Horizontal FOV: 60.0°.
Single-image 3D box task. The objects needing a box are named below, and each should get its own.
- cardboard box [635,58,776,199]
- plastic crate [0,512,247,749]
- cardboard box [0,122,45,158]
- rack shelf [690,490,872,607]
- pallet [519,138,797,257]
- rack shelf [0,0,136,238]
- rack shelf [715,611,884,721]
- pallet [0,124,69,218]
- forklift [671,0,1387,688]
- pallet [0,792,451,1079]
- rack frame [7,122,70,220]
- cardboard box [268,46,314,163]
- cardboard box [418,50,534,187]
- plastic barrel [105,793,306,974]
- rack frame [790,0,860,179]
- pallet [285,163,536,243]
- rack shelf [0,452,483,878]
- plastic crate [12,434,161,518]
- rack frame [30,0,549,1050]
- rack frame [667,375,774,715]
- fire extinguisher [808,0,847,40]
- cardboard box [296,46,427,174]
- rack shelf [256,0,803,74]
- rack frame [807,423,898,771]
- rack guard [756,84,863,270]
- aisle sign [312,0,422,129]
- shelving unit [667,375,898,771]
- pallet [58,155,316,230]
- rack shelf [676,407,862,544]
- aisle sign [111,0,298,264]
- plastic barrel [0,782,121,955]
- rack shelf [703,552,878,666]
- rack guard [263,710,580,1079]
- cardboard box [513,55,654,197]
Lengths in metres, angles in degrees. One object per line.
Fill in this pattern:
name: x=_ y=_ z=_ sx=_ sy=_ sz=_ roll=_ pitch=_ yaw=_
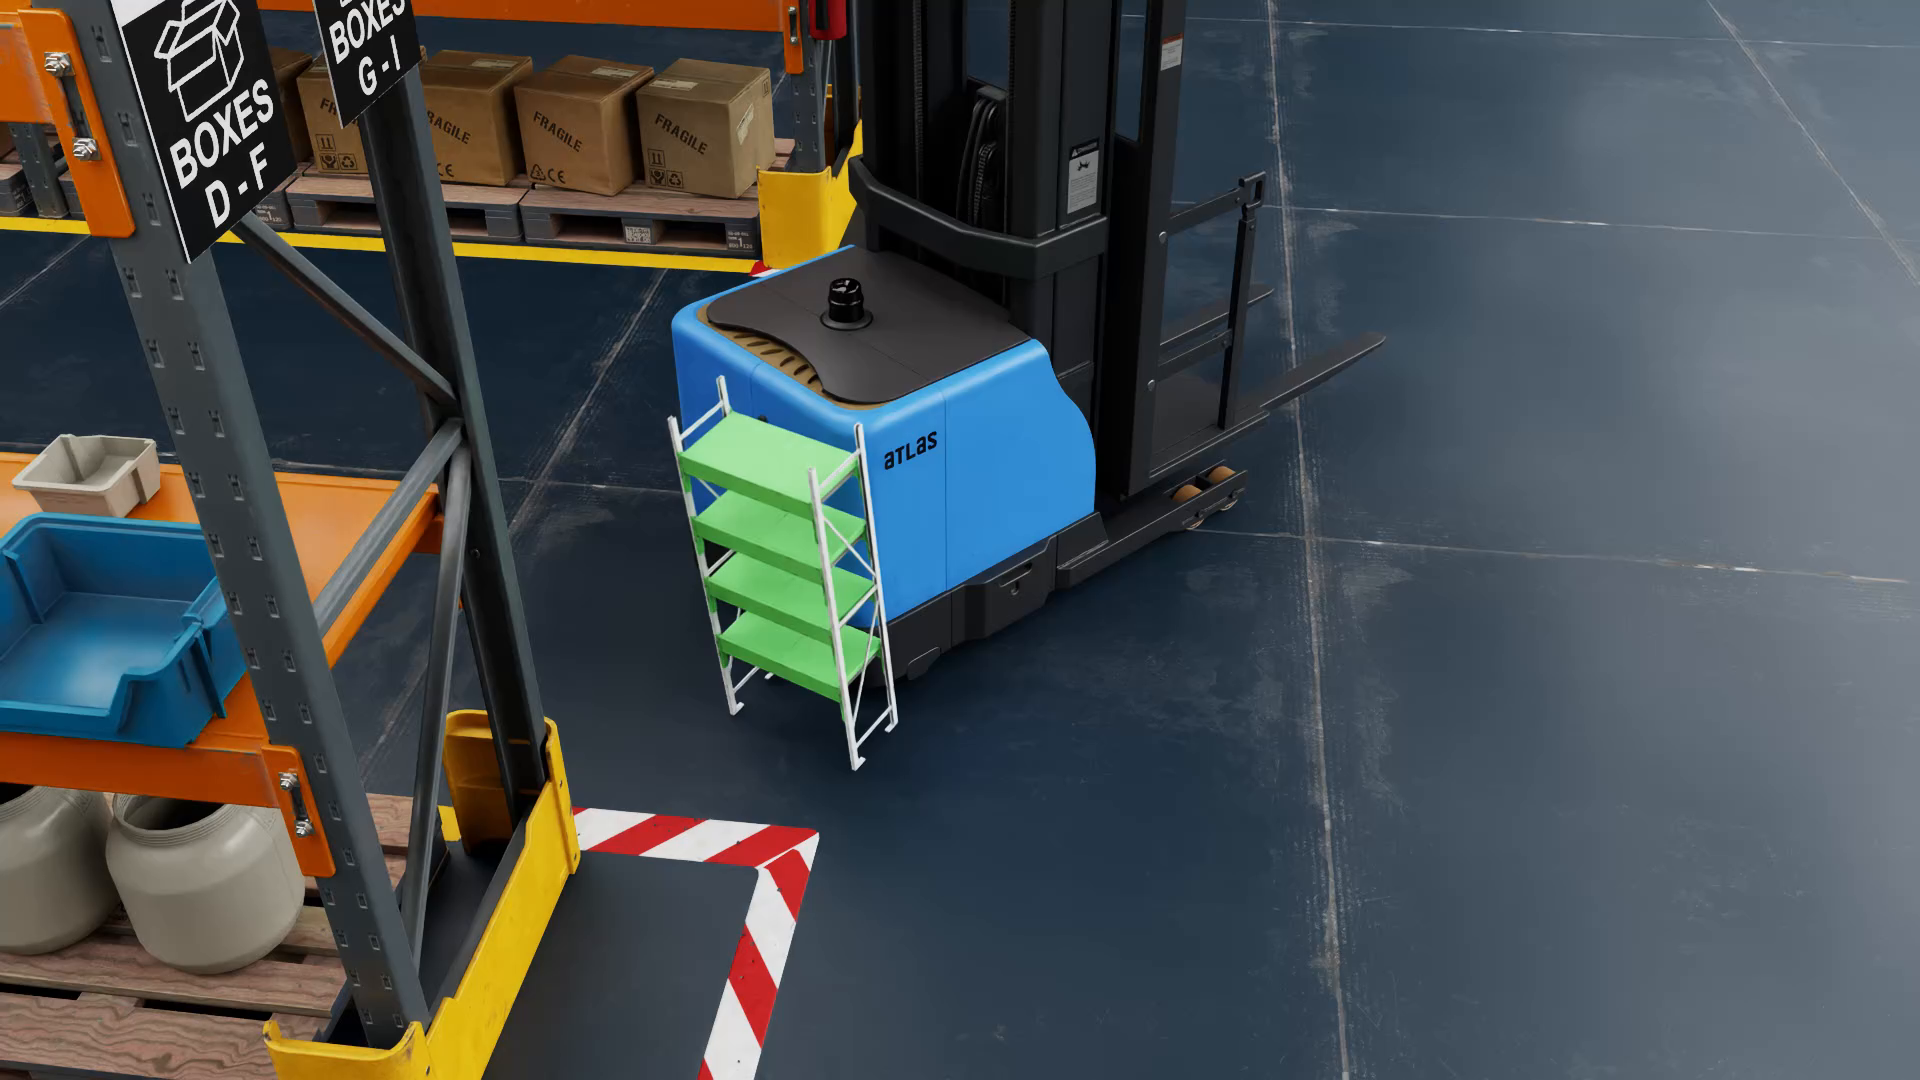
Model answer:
cardboard box: x=-1.268 y=-2.072 z=8.362 sx=0.500 sy=0.500 sz=0.500 roll=11 pitch=37 yaw=15
plastic crate: x=-1.816 y=0.187 z=3.534 sx=0.616 sy=0.251 sz=0.499 roll=4 pitch=36 yaw=6
cardboard box: x=-5.224 y=-2.379 z=8.774 sx=0.500 sy=0.500 sz=0.700 roll=2 pitch=36 yaw=2
rack shelf: x=-0.521 y=-0.009 z=4.908 sx=0.480 sy=0.148 sz=0.258 roll=20 pitch=46 yaw=26
pallet: x=-1.527 y=-1.814 z=8.610 sx=1.213 sy=0.211 sz=1.003 roll=4 pitch=36 yaw=6
rack shelf: x=-3.265 y=-1.085 z=3.226 sx=4.000 sy=0.370 sz=1.077 roll=4 pitch=36 yaw=6
rack shelf: x=-0.494 y=0.355 z=5.220 sx=0.480 sy=0.148 sz=0.258 roll=20 pitch=46 yaw=26
pallet: x=-5.391 y=-2.081 z=8.984 sx=1.213 sy=0.211 sz=1.003 roll=4 pitch=36 yaw=6
forklift: x=0.468 y=-1.436 z=5.739 sx=3.031 sy=2.935 sz=1.130 roll=-27 pitch=44 yaw=-33
pallet: x=-2.168 y=1.084 z=4.549 sx=1.213 sy=0.211 sz=1.003 roll=4 pitch=36 yaw=6
rack frame: x=-4.618 y=-3.159 z=8.094 sx=0.127 sy=3.000 sz=1.000 roll=4 pitch=36 yaw=6
cardboard box: x=-3.657 y=-2.222 z=8.571 sx=0.500 sy=0.500 sz=0.500 roll=16 pitch=38 yaw=21
cardboard box: x=-2.484 y=-2.154 z=8.476 sx=0.500 sy=0.500 sz=0.500 roll=7 pitch=36 yaw=10
plastic barrel: x=-1.944 y=0.828 z=4.288 sx=0.421 sy=0.512 sz=0.421 roll=0 pitch=36 yaw=0
rack frame: x=-0.651 y=-2.863 z=7.680 sx=0.127 sy=3.000 sz=1.000 roll=4 pitch=36 yaw=6
pallet: x=-2.734 y=-1.906 z=8.739 sx=1.213 sy=0.211 sz=1.003 roll=4 pitch=36 yaw=6
rack shelf: x=-3.265 y=0.136 z=4.097 sx=4.000 sy=0.370 sz=1.077 roll=4 pitch=36 yaw=6
plastic crate: x=-2.128 y=-0.154 z=4.110 sx=0.250 sy=0.136 sz=0.298 roll=4 pitch=36 yaw=6
rack frame: x=-1.282 y=-0.009 z=3.681 sx=0.127 sy=3.000 sz=1.000 roll=4 pitch=36 yaw=6
rack frame: x=-0.717 y=0.049 z=5.129 sx=0.015 sy=1.200 sz=0.240 roll=20 pitch=46 yaw=26
fire extinguisher: x=-0.596 y=-2.558 z=7.318 sx=0.183 sy=0.674 sz=0.296 roll=4 pitch=36 yaw=6
cardboard box: x=-3.032 y=-2.221 z=8.570 sx=0.500 sy=0.500 sz=0.500 roll=1 pitch=36 yaw=2
rack shelf: x=-2.634 y=-2.718 z=8.096 sx=4.000 sy=0.370 sz=1.077 roll=4 pitch=36 yaw=6
rack frame: x=-0.305 y=0.201 z=4.915 sx=0.015 sy=1.200 sz=0.240 roll=20 pitch=46 yaw=26
rack guard: x=-0.726 y=-1.851 z=8.414 sx=0.348 sy=0.500 sz=1.175 roll=4 pitch=36 yaw=6
aisle sign: x=-1.173 y=-1.231 z=3.155 sx=0.004 sy=0.787 sz=0.394 roll=4 pitch=36 yaw=6
shelving unit: x=-0.511 y=0.125 z=5.022 sx=0.503 sy=1.200 sz=0.258 roll=20 pitch=46 yaw=26
pallet: x=-3.948 y=-1.995 z=8.863 sx=1.213 sy=0.211 sz=1.003 roll=4 pitch=36 yaw=6
rack shelf: x=-0.535 y=-0.191 z=4.751 sx=0.480 sy=0.148 sz=0.258 roll=20 pitch=46 yaw=26
aisle sign: x=-1.248 y=-0.891 z=2.678 sx=0.004 sy=0.787 sz=0.394 roll=4 pitch=36 yaw=6
plastic barrel: x=-2.441 y=0.791 z=4.340 sx=0.421 sy=0.512 sz=0.421 roll=0 pitch=36 yaw=0
rack shelf: x=-0.508 y=0.173 z=5.064 sx=0.480 sy=0.148 sz=0.258 roll=20 pitch=46 yaw=26
rack guard: x=-1.363 y=1.030 z=4.377 sx=0.348 sy=0.500 sz=1.175 roll=4 pitch=36 yaw=6
cardboard box: x=-1.865 y=-2.097 z=8.396 sx=0.500 sy=0.500 sz=0.500 roll=14 pitch=38 yaw=18
